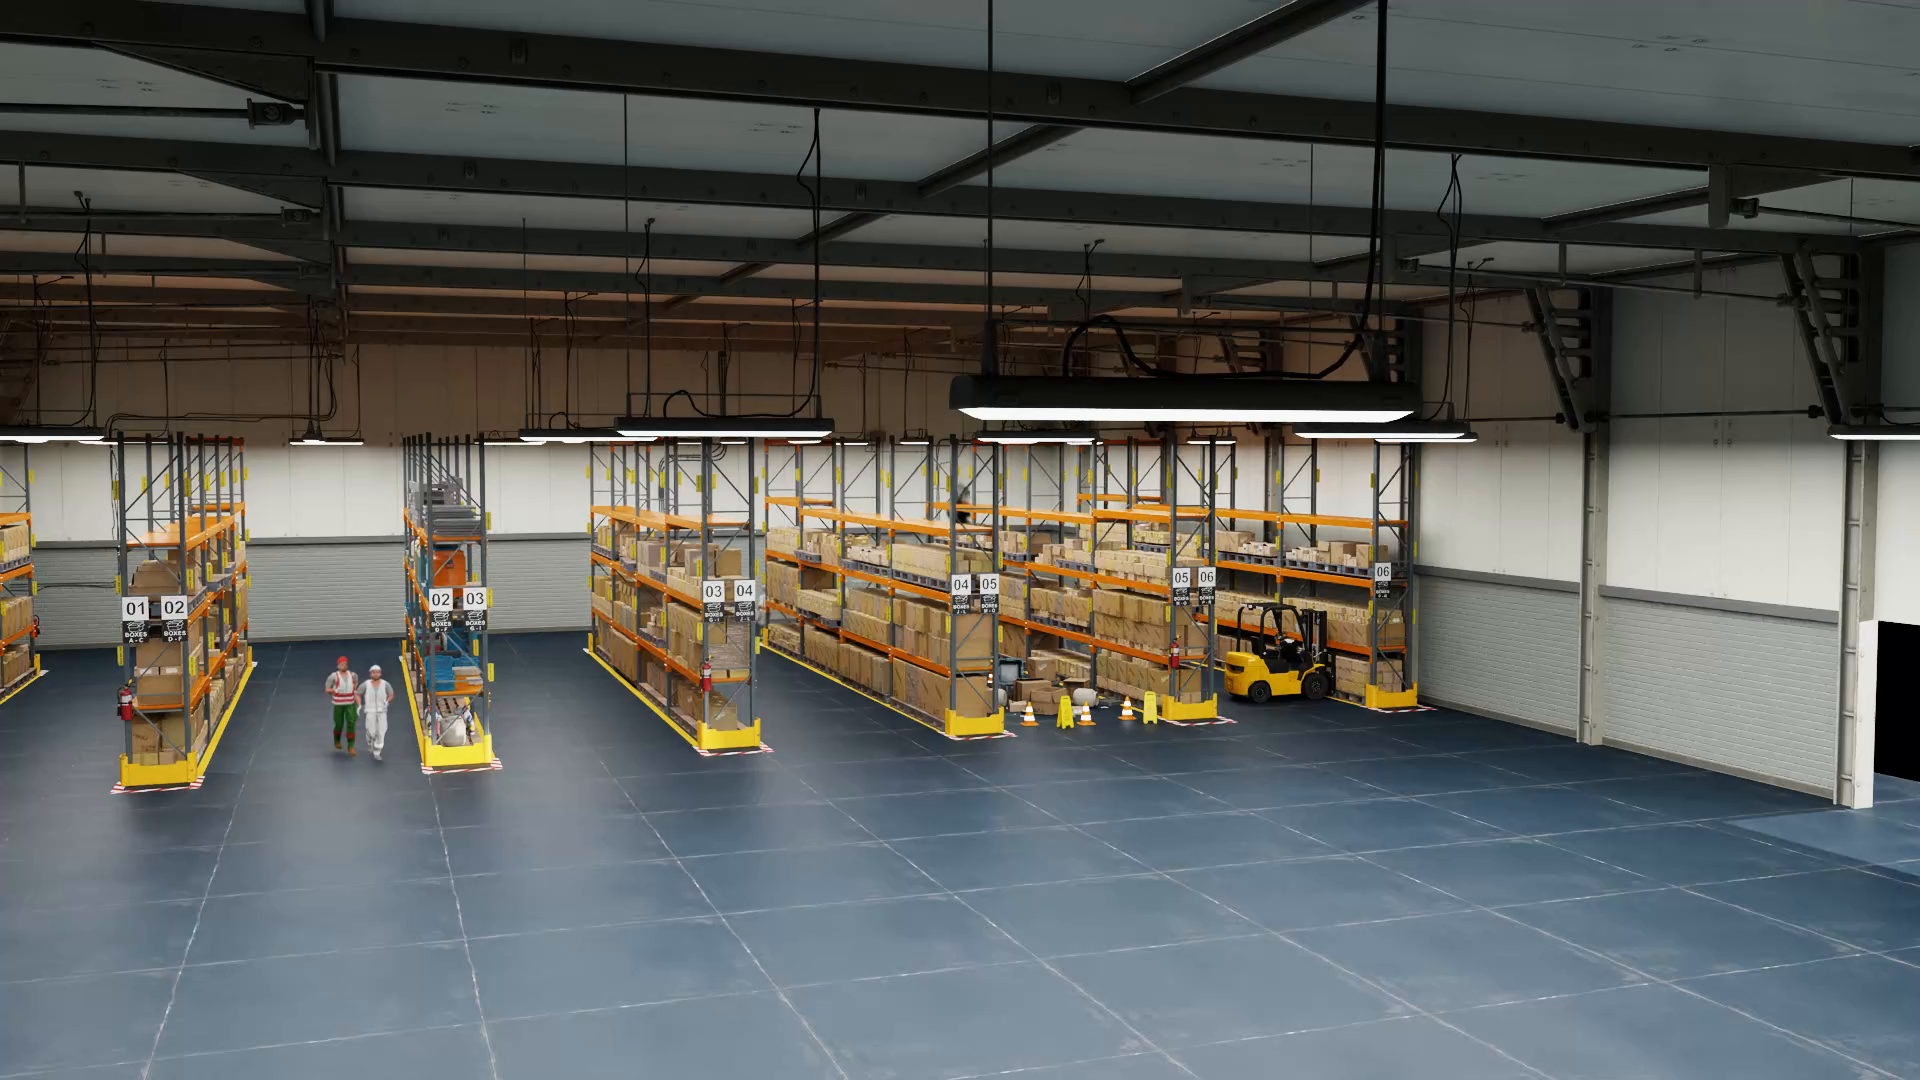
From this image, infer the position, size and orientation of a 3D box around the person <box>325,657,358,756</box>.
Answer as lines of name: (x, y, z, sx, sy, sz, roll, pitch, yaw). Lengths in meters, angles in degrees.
person: (-11.483, 3.073, 31.000, 0.653, 1.790, 0.921, -2, 4, -34)

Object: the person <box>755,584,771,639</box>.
person: (-5.827, 2.124, 49.428, 0.600, 1.731, 0.693, -2, 4, -33)

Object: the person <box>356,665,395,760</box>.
person: (-10.683, 3.164, 30.431, 0.665, 1.737, 0.582, -2, 4, -26)
